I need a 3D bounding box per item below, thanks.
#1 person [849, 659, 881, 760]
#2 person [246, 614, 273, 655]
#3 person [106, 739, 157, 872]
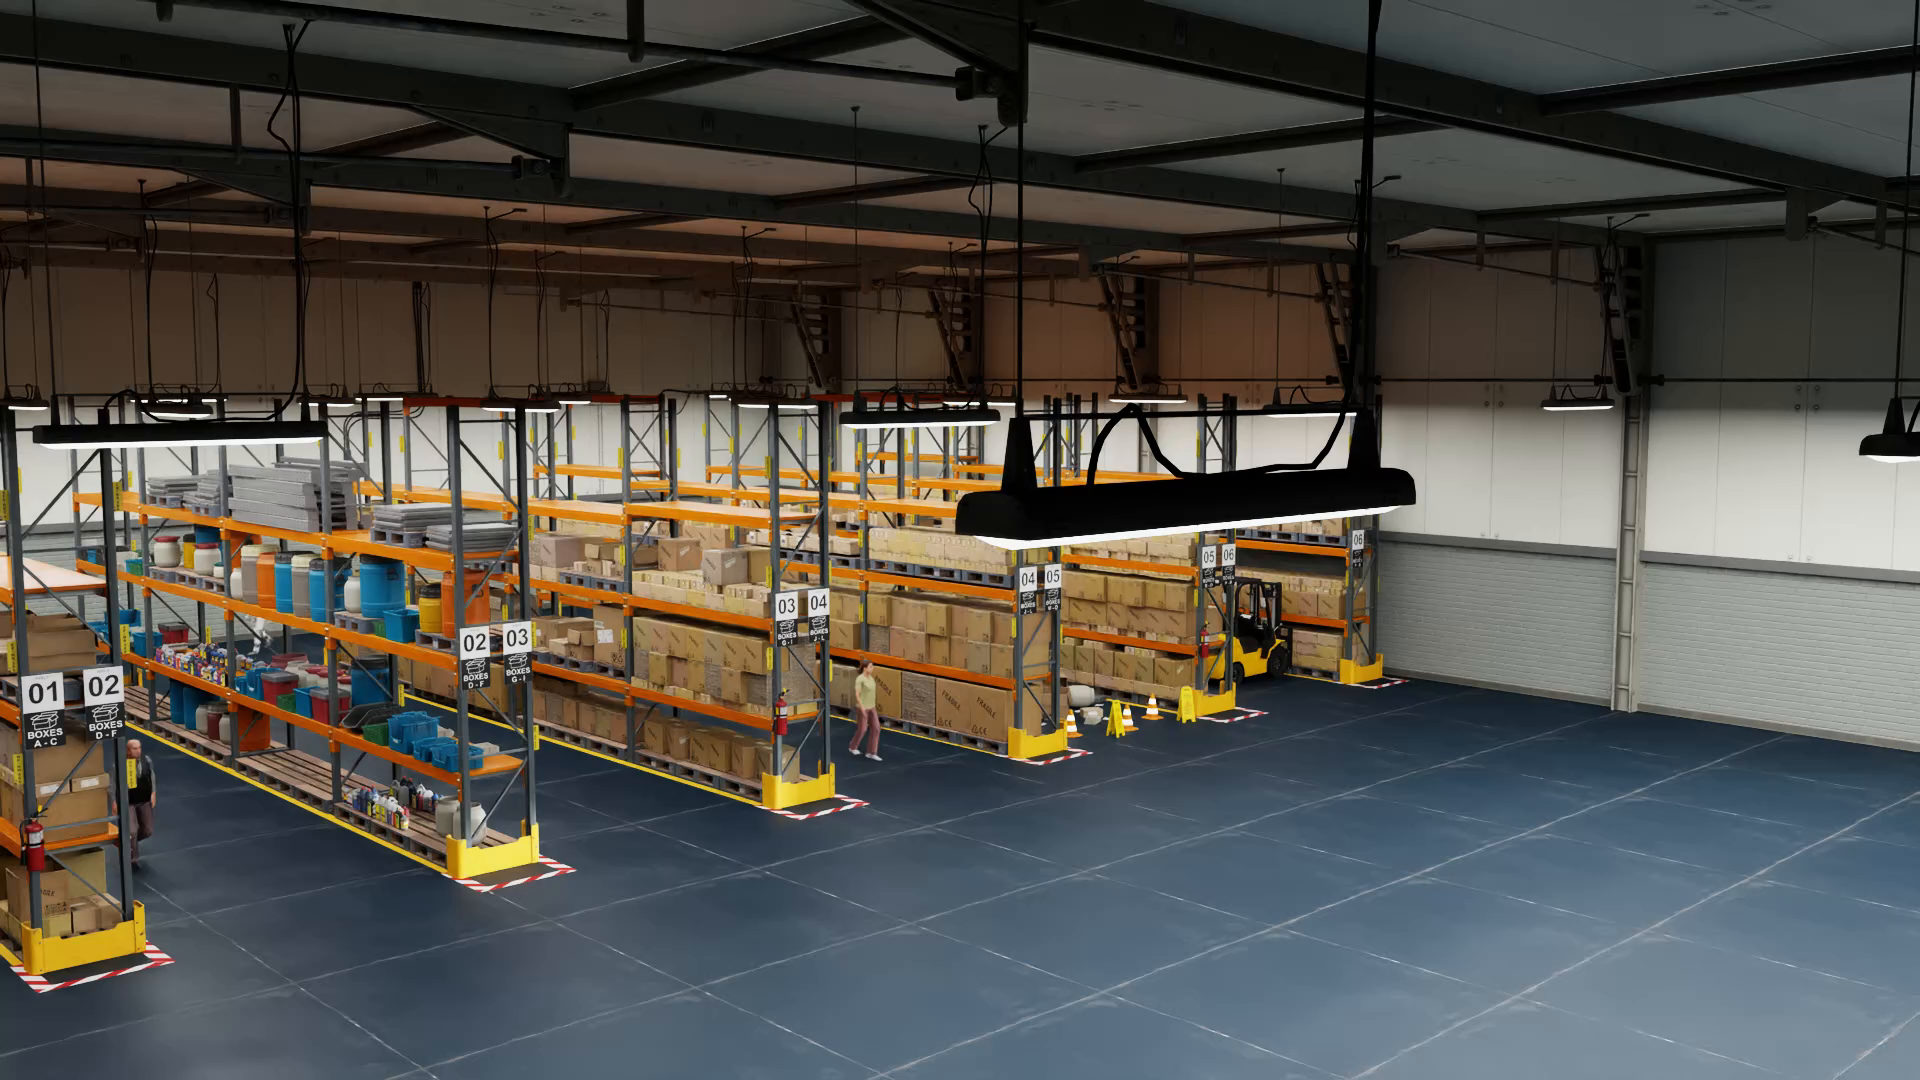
[{"bbox_3d":[-1.574,2.842,27.857,0.687,1.690,0.524,4,7,33],"label":"person"},{"bbox_3d":[-16.172,1.736,38.441,0.607,1.772,0.875,2,6,16],"label":"person"},{"bbox_3d":[-10.771,3.407,21.585,0.638,1.704,0.624,4,7,35],"label":"person"}]
